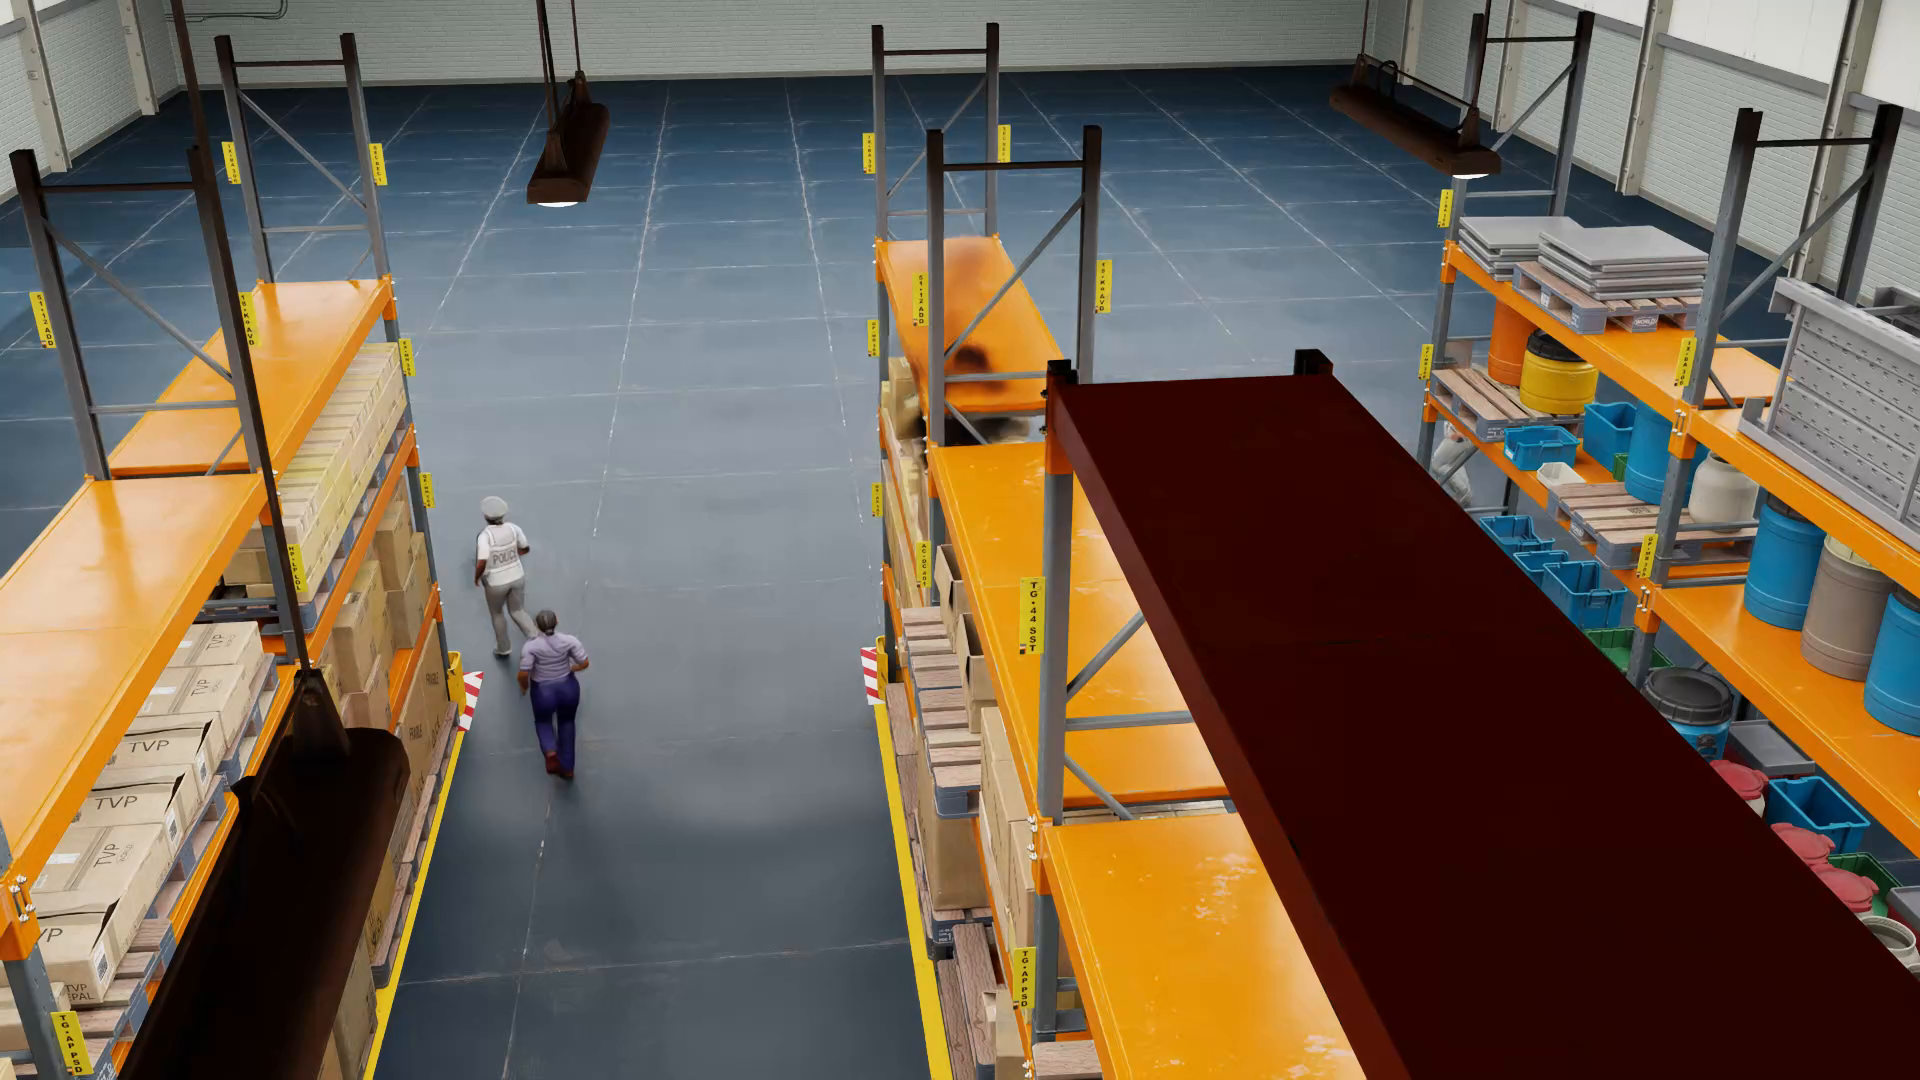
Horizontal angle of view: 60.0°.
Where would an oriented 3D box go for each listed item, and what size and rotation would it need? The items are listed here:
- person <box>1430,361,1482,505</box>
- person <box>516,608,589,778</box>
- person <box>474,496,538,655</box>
[{"bbox_3d":[5.656,-1.207,19.008,0.621,1.764,0.648,9,27,18],"label":"person"},{"bbox_3d":[-3.400,1.286,13.935,0.609,1.606,0.552,-11,28,-21],"label":"person"},{"bbox_3d":[-4.296,0.408,15.717,0.601,1.705,0.769,-22,33,-39],"label":"person"}]
